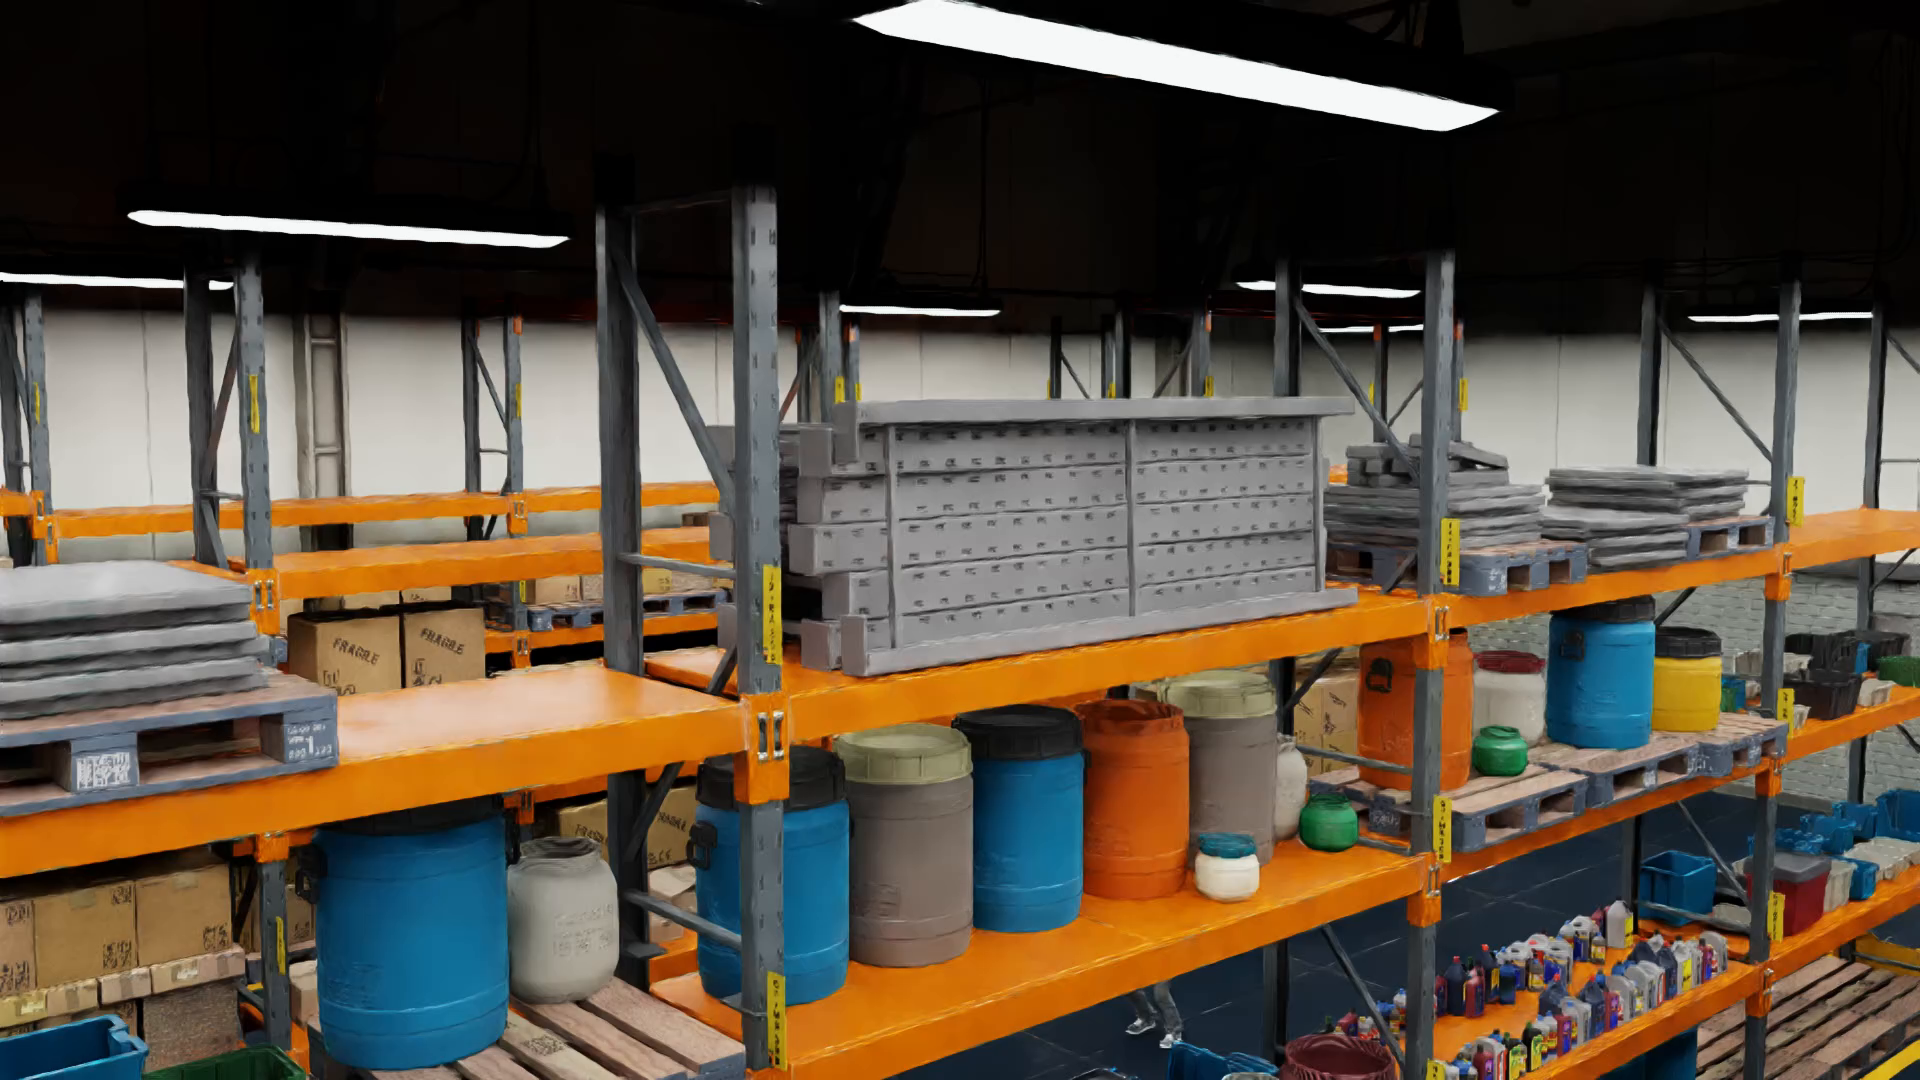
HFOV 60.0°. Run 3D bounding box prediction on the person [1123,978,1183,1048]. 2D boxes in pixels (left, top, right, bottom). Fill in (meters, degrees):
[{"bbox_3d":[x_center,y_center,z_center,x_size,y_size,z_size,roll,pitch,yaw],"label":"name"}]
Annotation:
[{"bbox_3d":[1.492,3.183,12.940,0.519,1.541,0.566,-5,7,-43],"label":"person"}]
